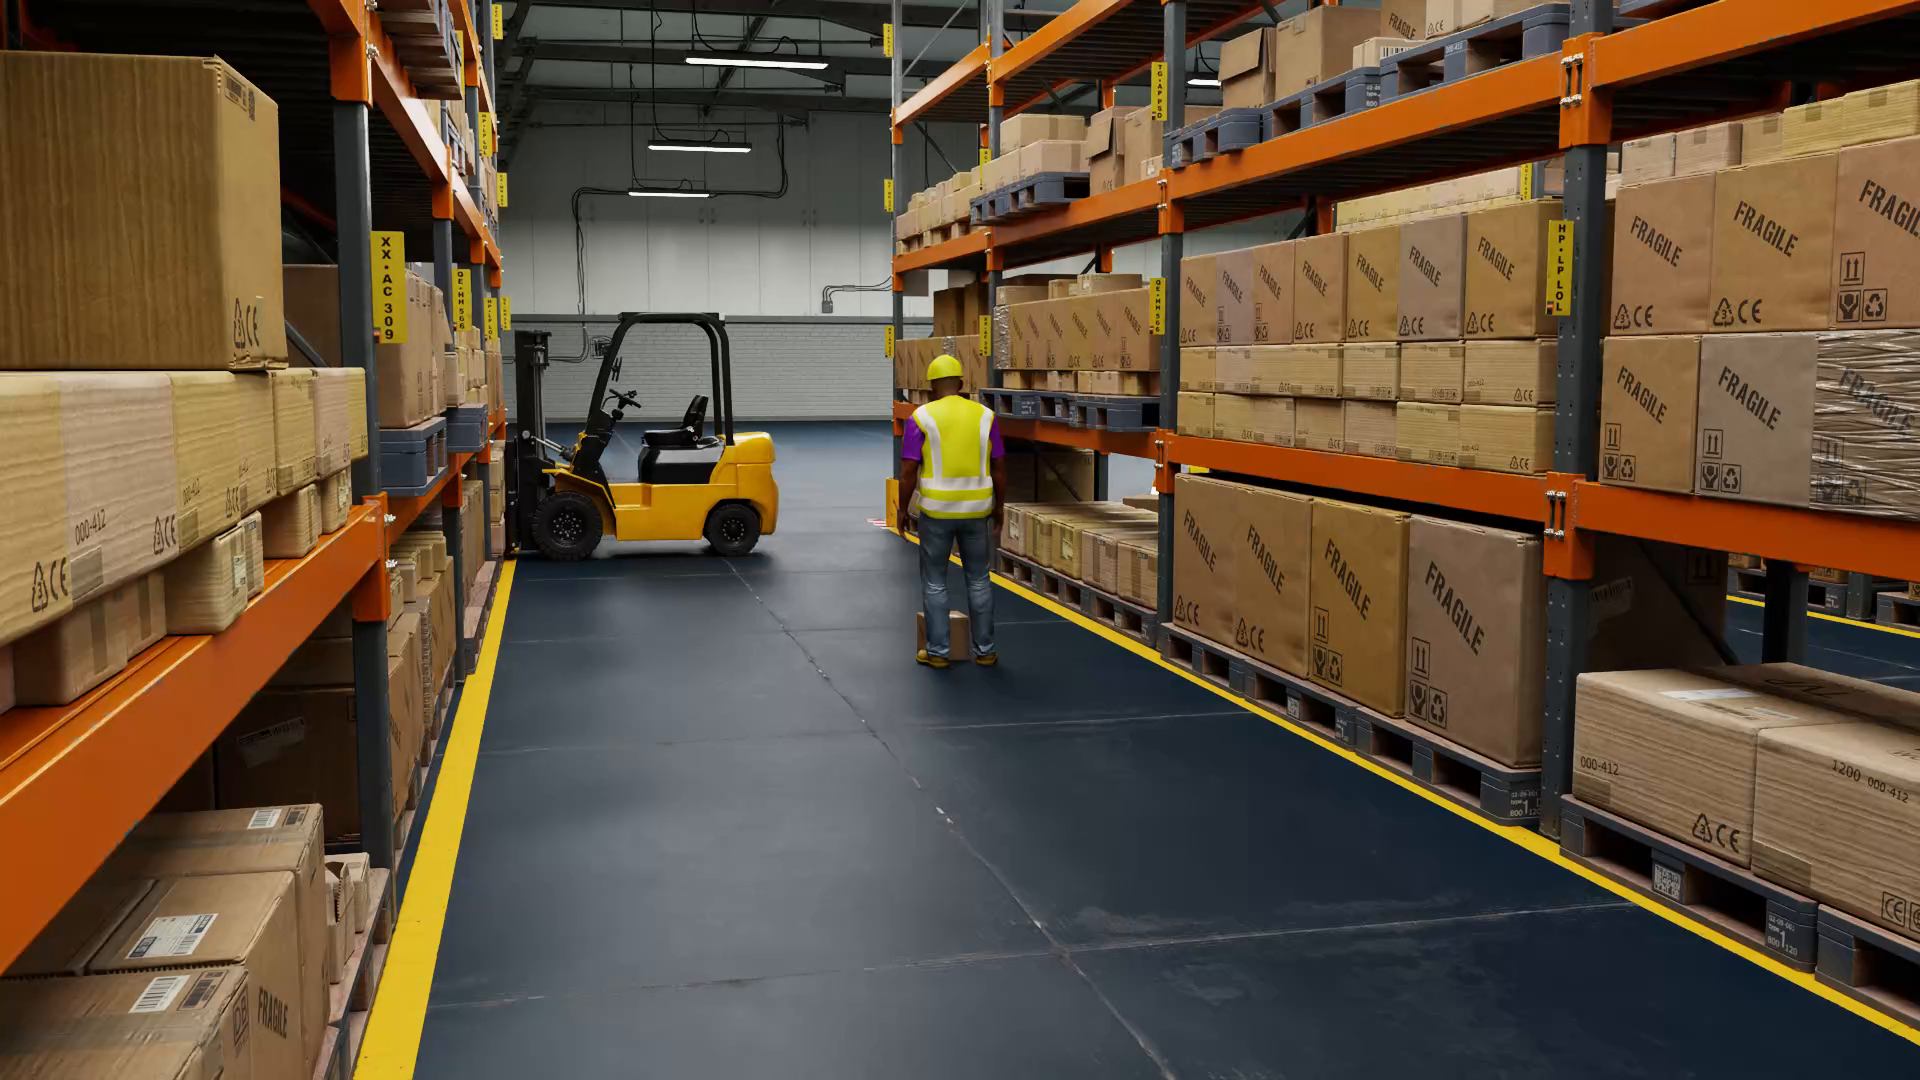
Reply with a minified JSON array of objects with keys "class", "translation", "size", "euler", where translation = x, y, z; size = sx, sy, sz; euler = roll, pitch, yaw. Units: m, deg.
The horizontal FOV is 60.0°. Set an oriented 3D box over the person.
[{"class":"person","translation":[-0.044,-0.166,9.424],"size":[0.638,1.761,0.457],"euler":[-2,6,-16]}]
